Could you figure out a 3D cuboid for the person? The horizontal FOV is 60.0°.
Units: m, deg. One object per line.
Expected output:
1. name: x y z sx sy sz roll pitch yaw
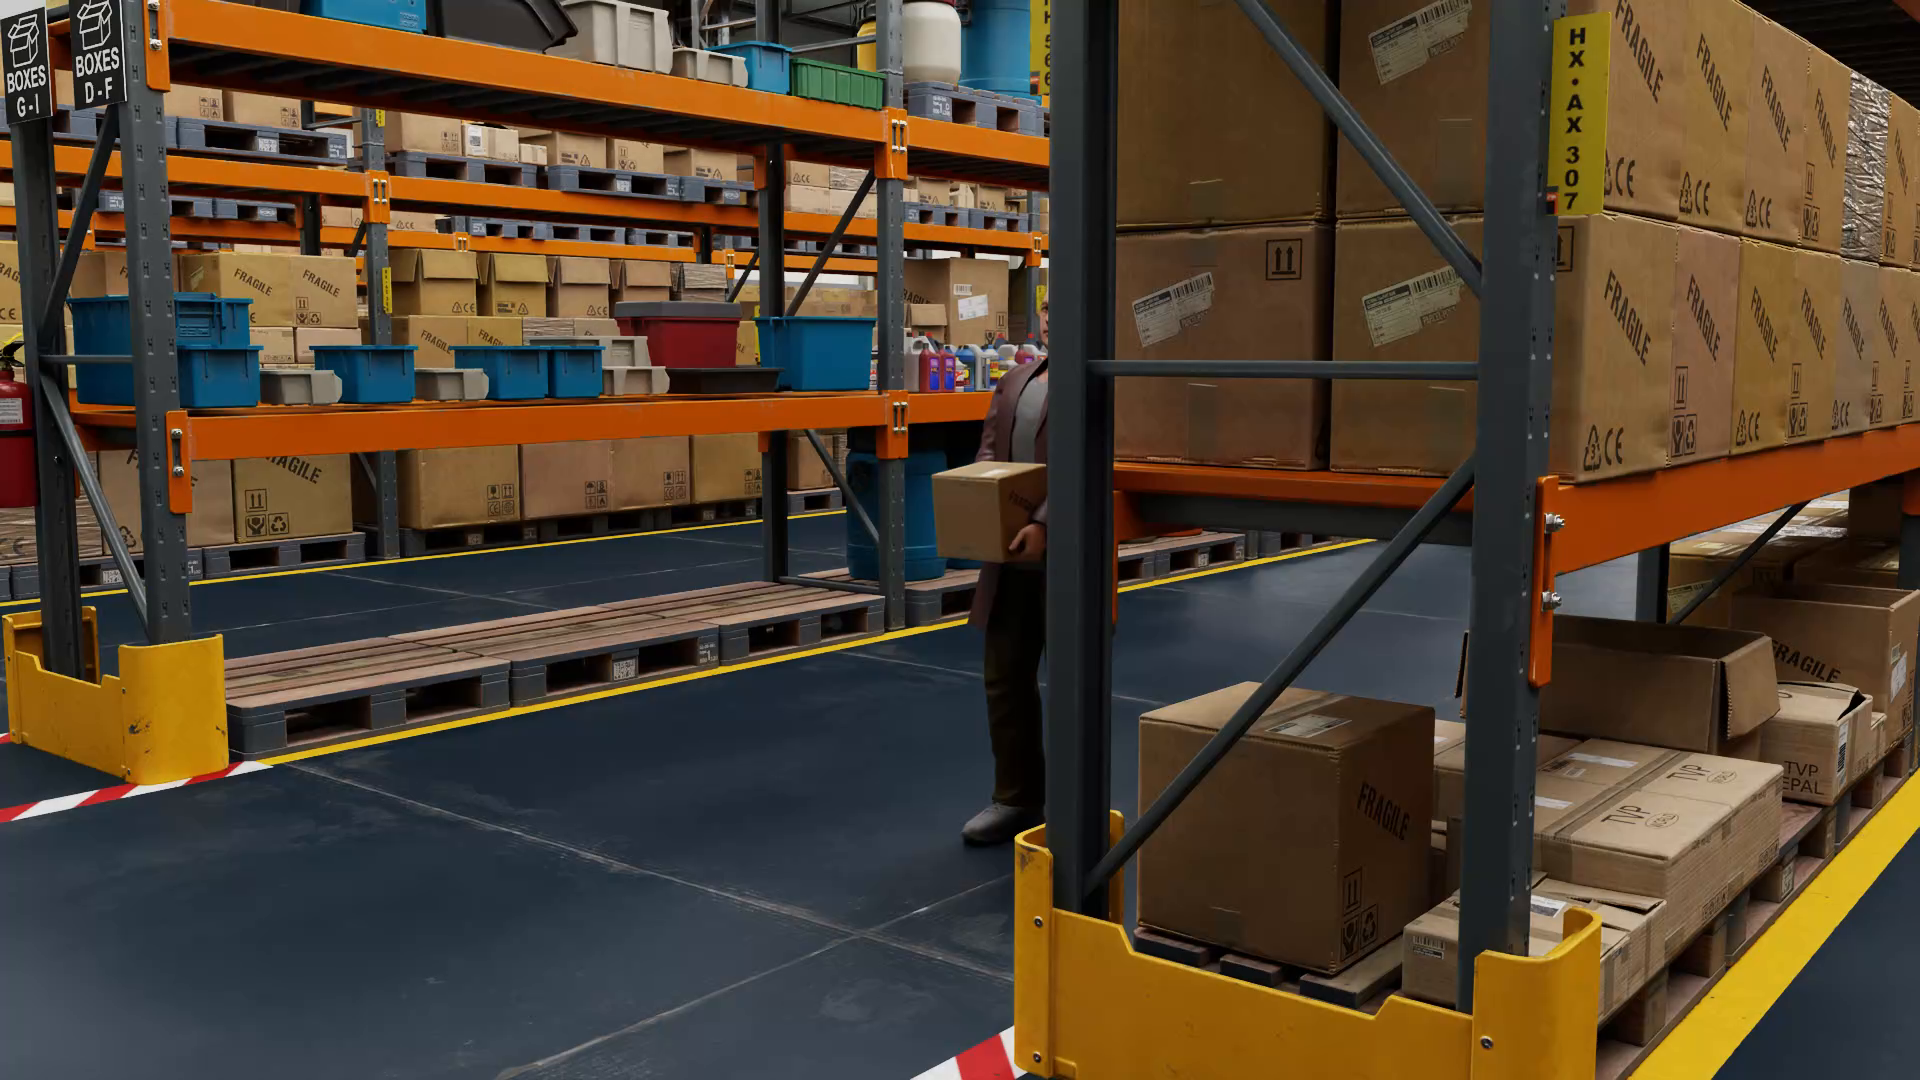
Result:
1. person: 0.220 0.080 5.108 0.531 1.769 0.555 5 8 39
